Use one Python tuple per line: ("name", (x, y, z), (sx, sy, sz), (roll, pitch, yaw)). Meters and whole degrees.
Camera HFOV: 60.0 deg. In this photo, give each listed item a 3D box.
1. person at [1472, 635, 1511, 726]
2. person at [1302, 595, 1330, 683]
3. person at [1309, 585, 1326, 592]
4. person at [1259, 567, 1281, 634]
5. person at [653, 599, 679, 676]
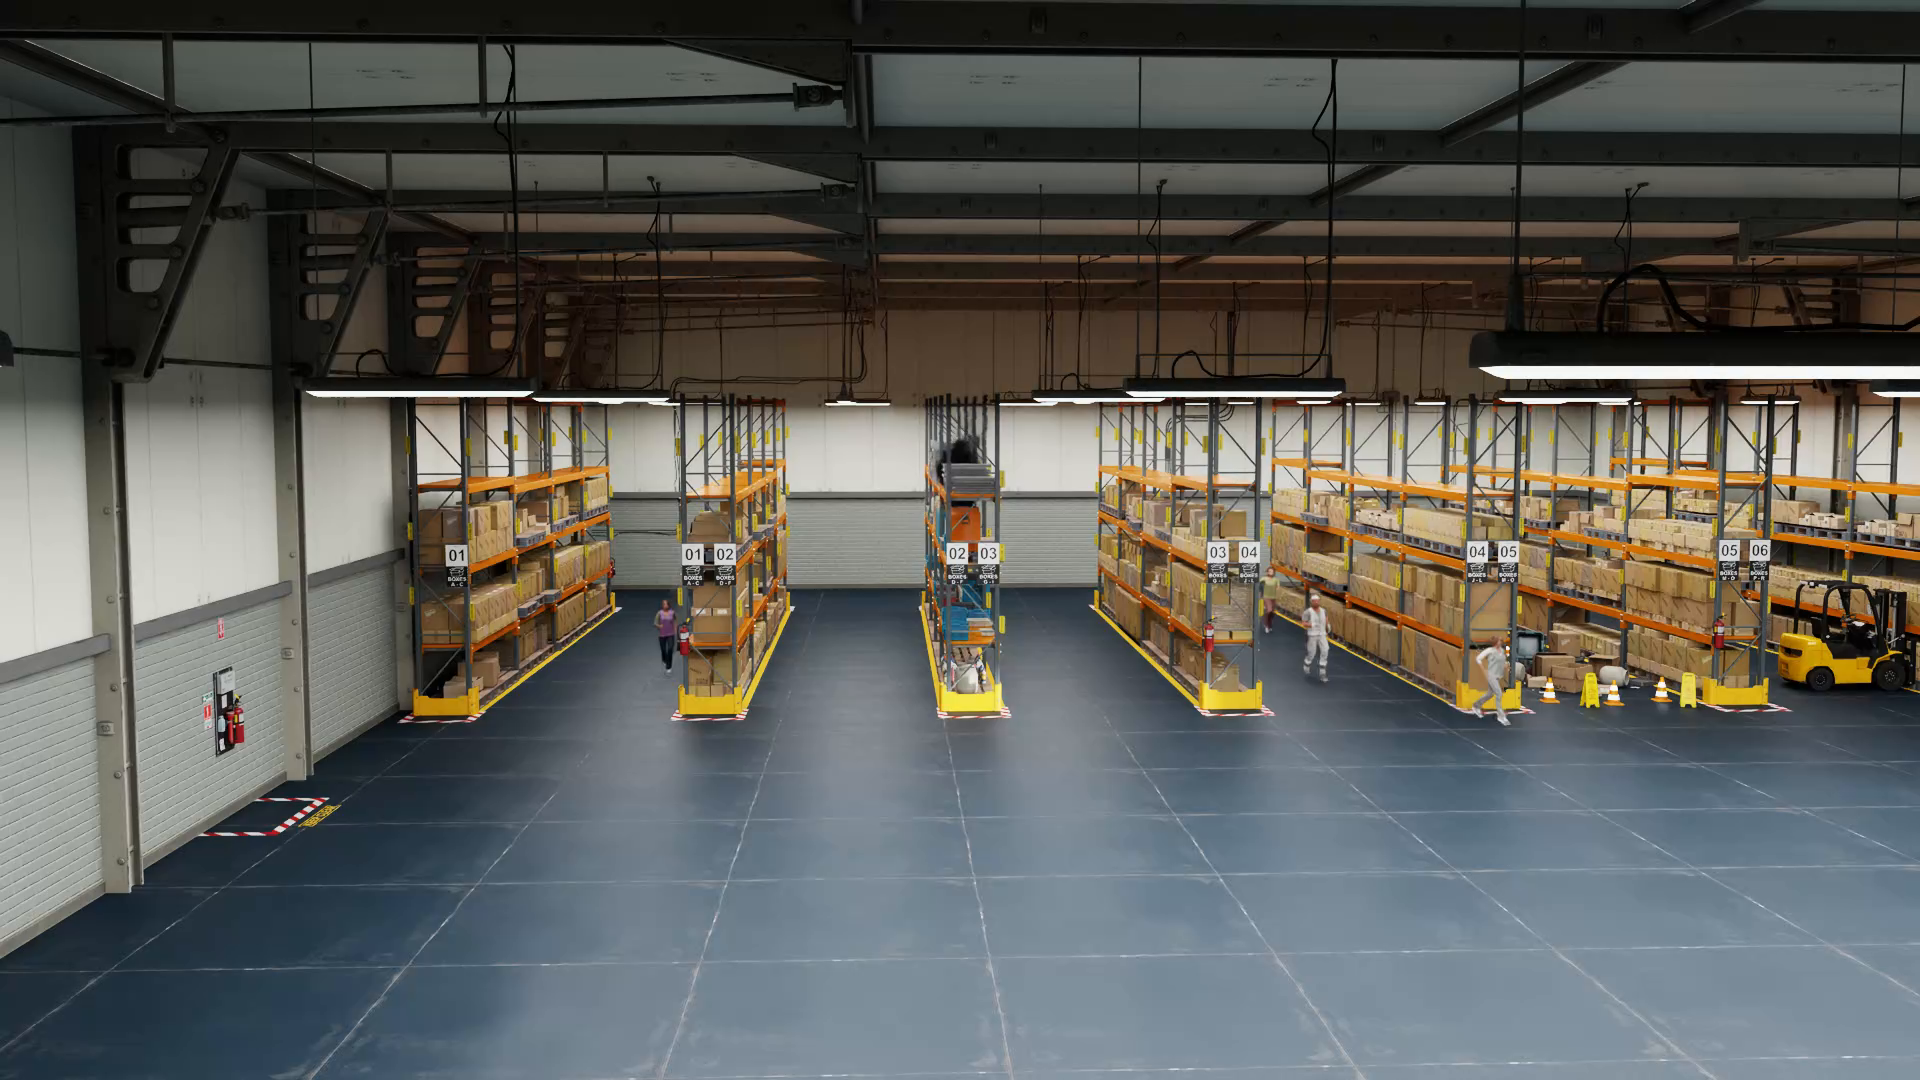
("person", (9.731, 2.520, 30.336), (0.546, 1.610, 0.853), (-4, 6, -40))
("person", (7.547, 2.063, 35.155), (0.669, 1.812, 0.893), (-1, 5, -7))
("person", (10.351, 1.030, 48.780), (0.641, 1.649, 0.881), (-3, 5, -34))
("person", (7.917, 1.532, 42.521), (0.545, 1.700, 0.697), (-1, 5, -13))
("person", (-6.325, 2.075, 35.814), (0.537, 1.596, 0.853), (-1, 5, -10))
